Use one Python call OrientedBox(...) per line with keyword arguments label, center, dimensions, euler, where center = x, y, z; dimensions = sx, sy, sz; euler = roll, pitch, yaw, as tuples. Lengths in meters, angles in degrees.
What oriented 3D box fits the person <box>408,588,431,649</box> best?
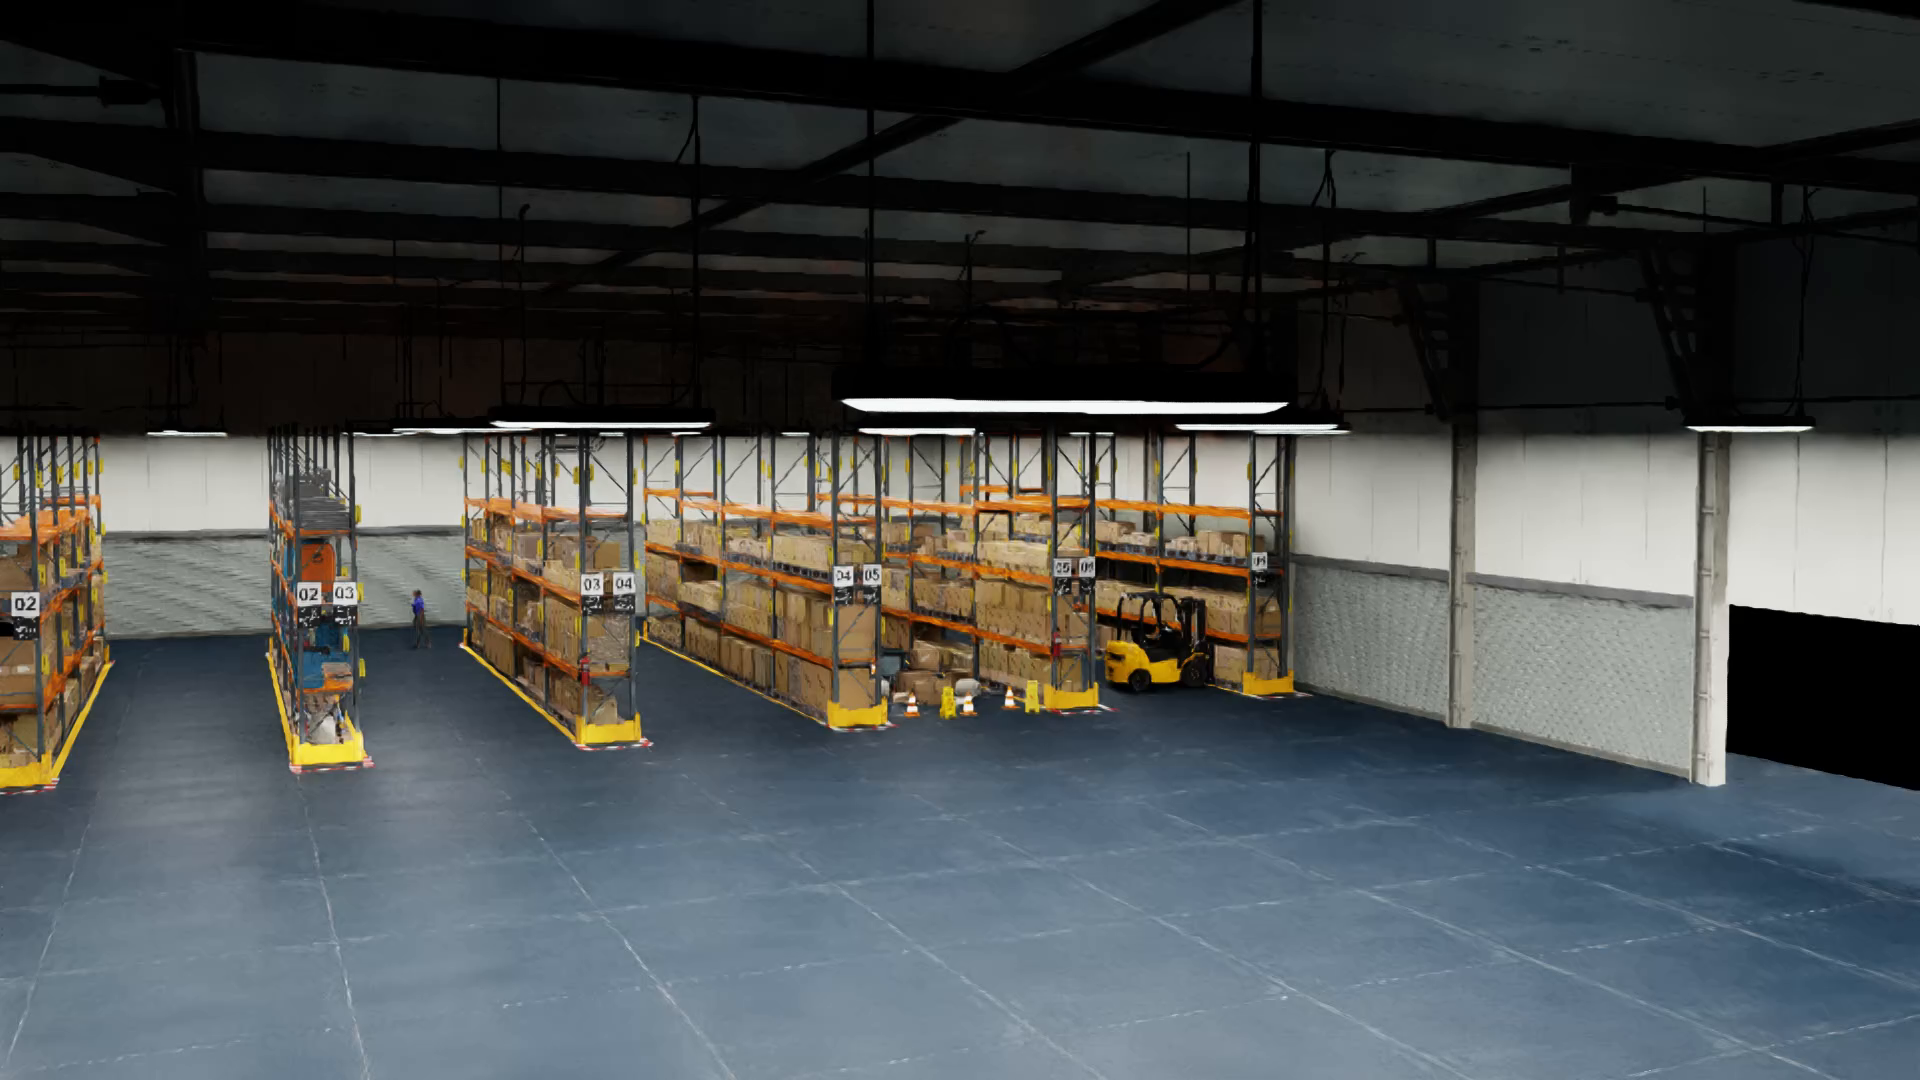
OrientedBox(label="person", center=(-14.690, 2.186, 45.210), dimensions=(0.525, 1.554, 0.587), euler=(-3, 4, -38))
